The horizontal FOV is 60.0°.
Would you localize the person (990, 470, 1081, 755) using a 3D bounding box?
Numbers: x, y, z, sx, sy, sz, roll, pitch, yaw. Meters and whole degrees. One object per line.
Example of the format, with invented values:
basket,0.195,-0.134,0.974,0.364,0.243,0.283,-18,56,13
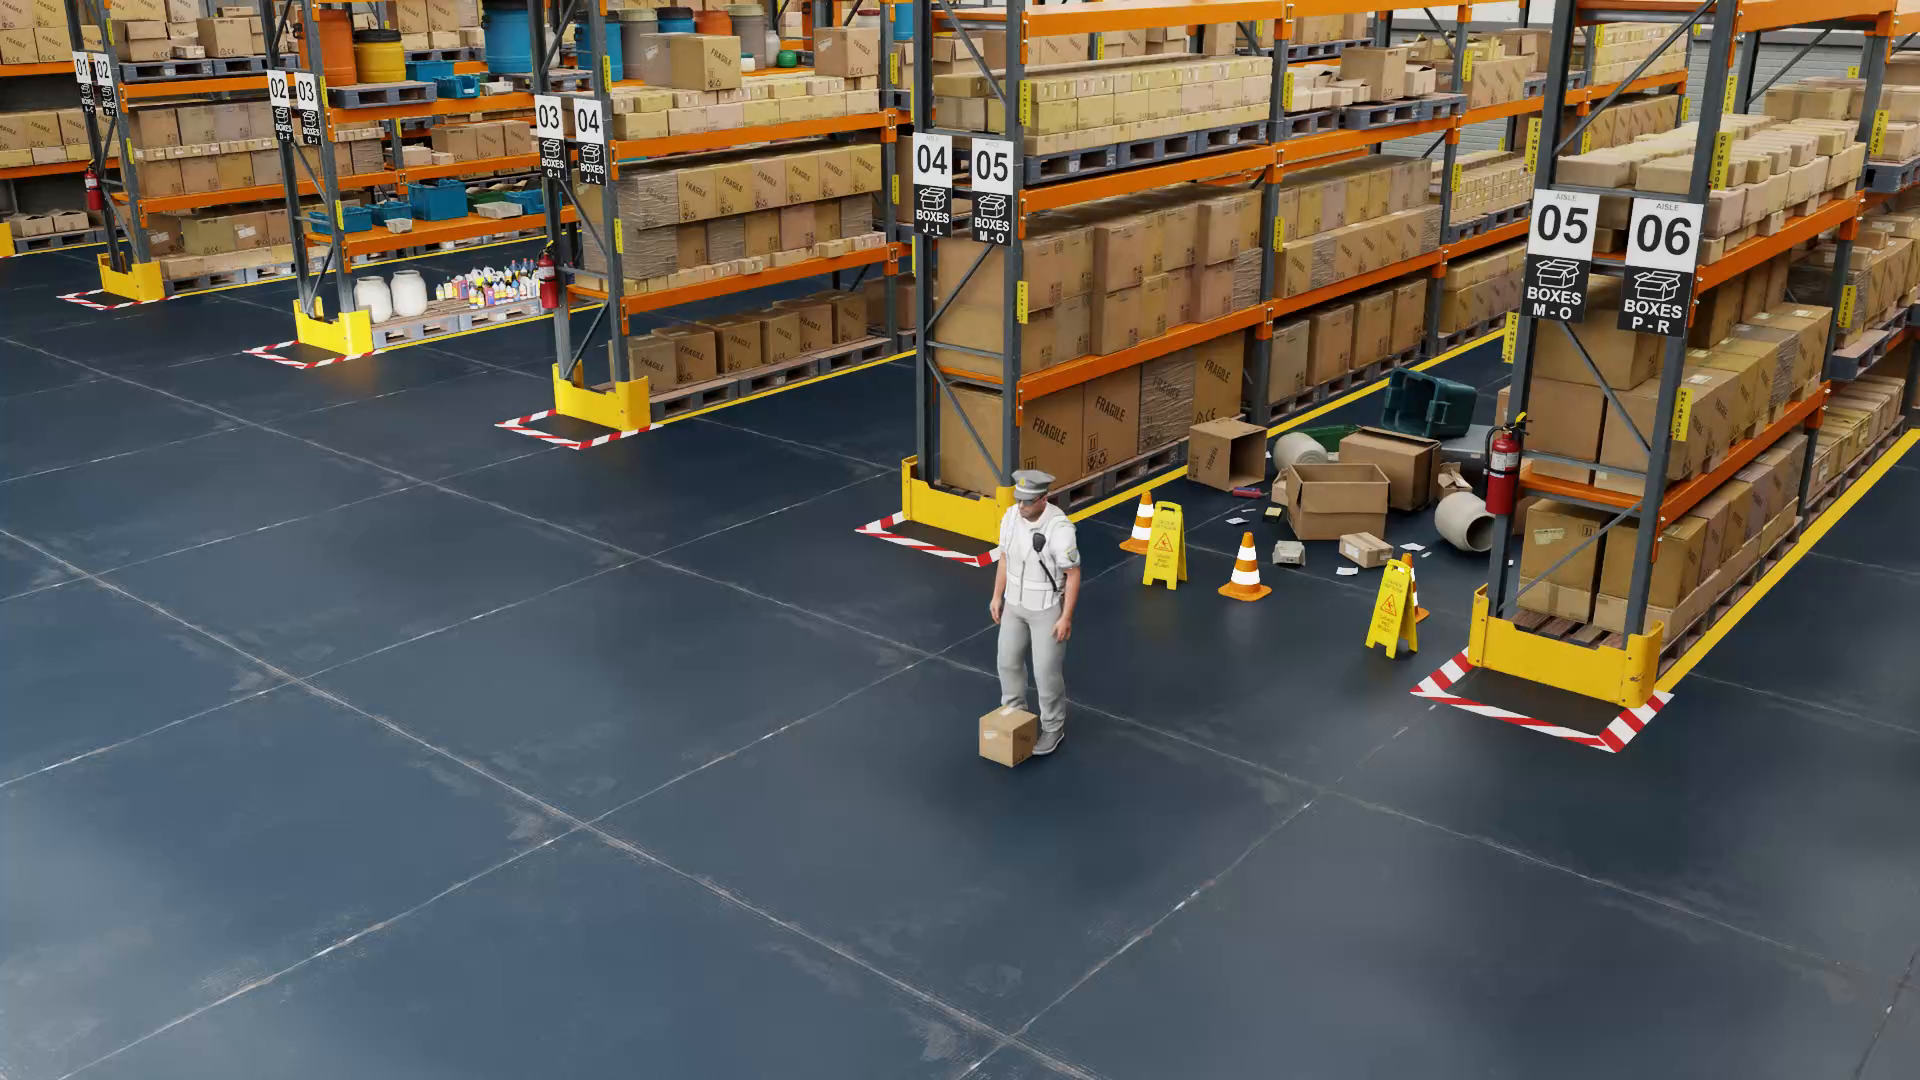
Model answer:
person,0.457,0.399,9.968,0.585,1.749,0.434,16,25,37
